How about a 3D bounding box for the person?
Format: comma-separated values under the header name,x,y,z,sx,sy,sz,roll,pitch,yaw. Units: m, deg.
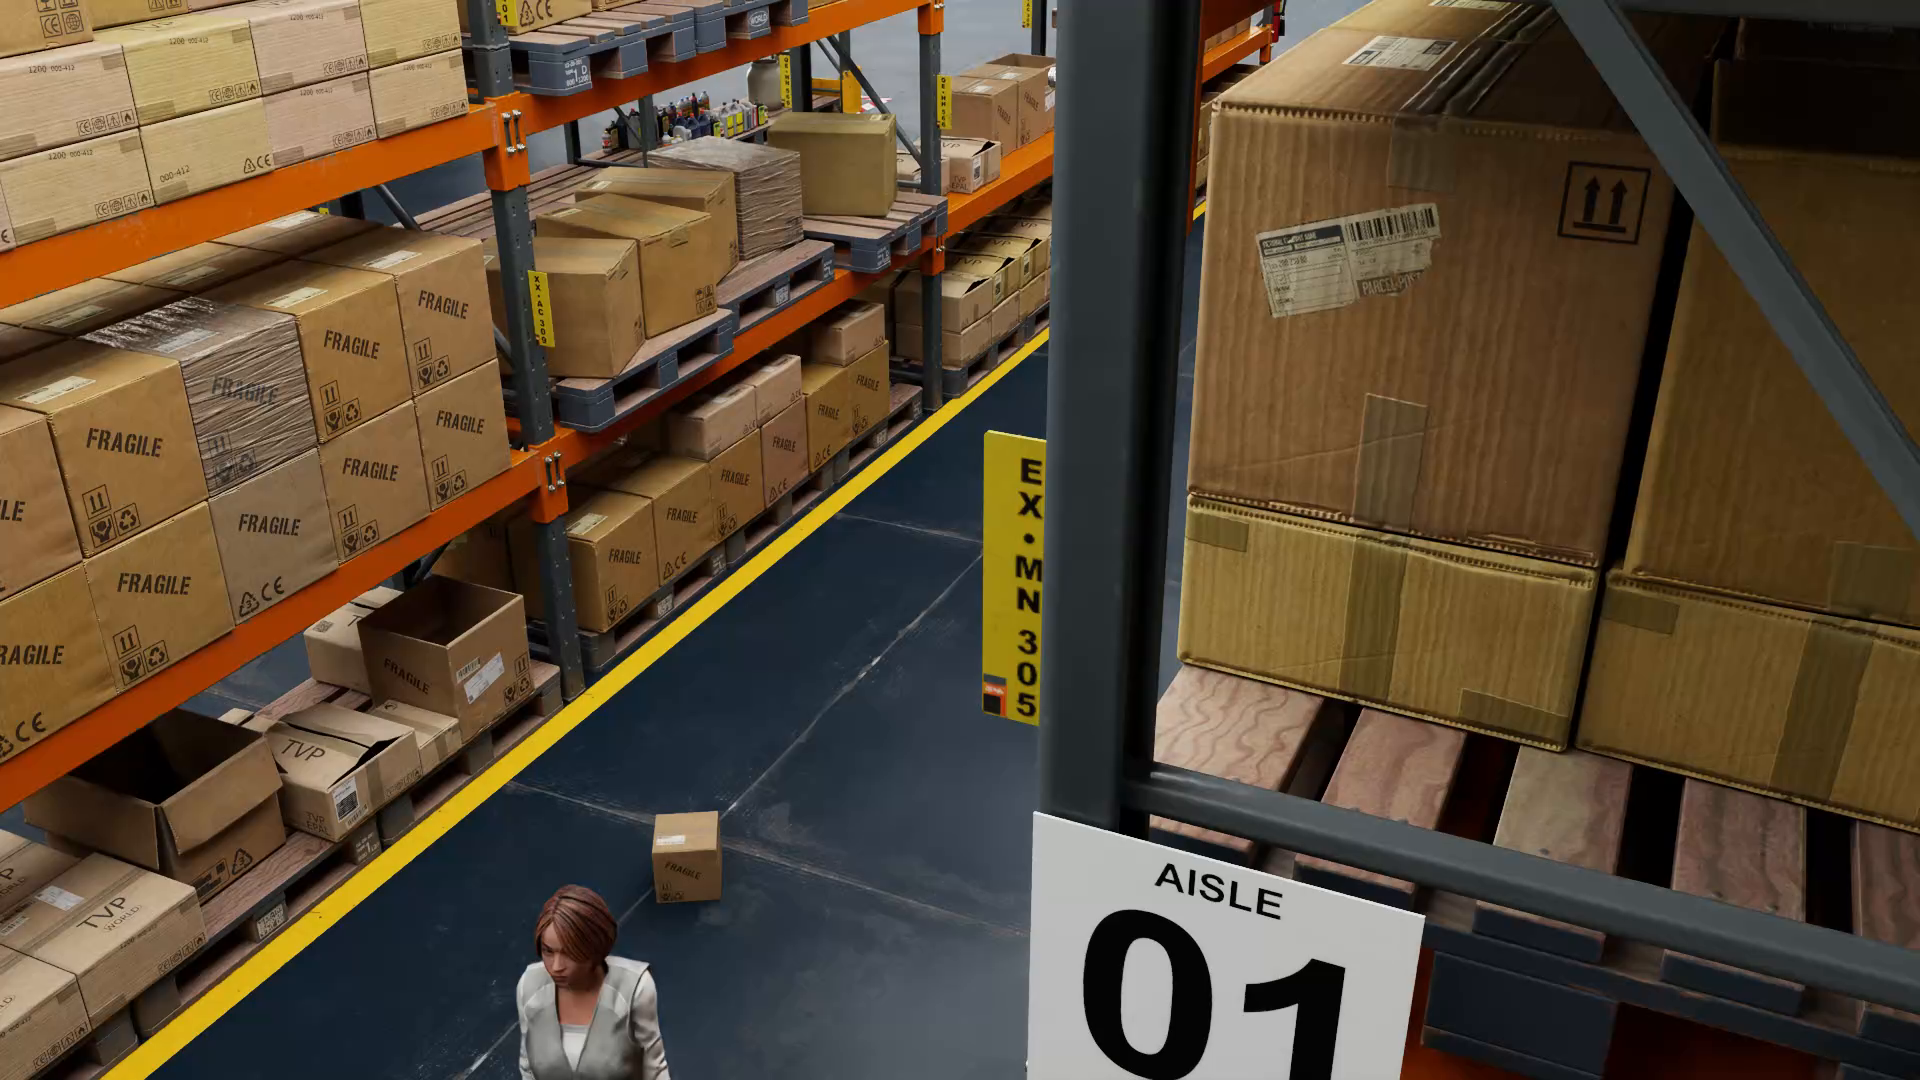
name,x,y,z,sx,sy,sz,roll,pitch,yaw
person,-0.951,1.564,4.451,0.410,1.573,0.693,0,27,-1
